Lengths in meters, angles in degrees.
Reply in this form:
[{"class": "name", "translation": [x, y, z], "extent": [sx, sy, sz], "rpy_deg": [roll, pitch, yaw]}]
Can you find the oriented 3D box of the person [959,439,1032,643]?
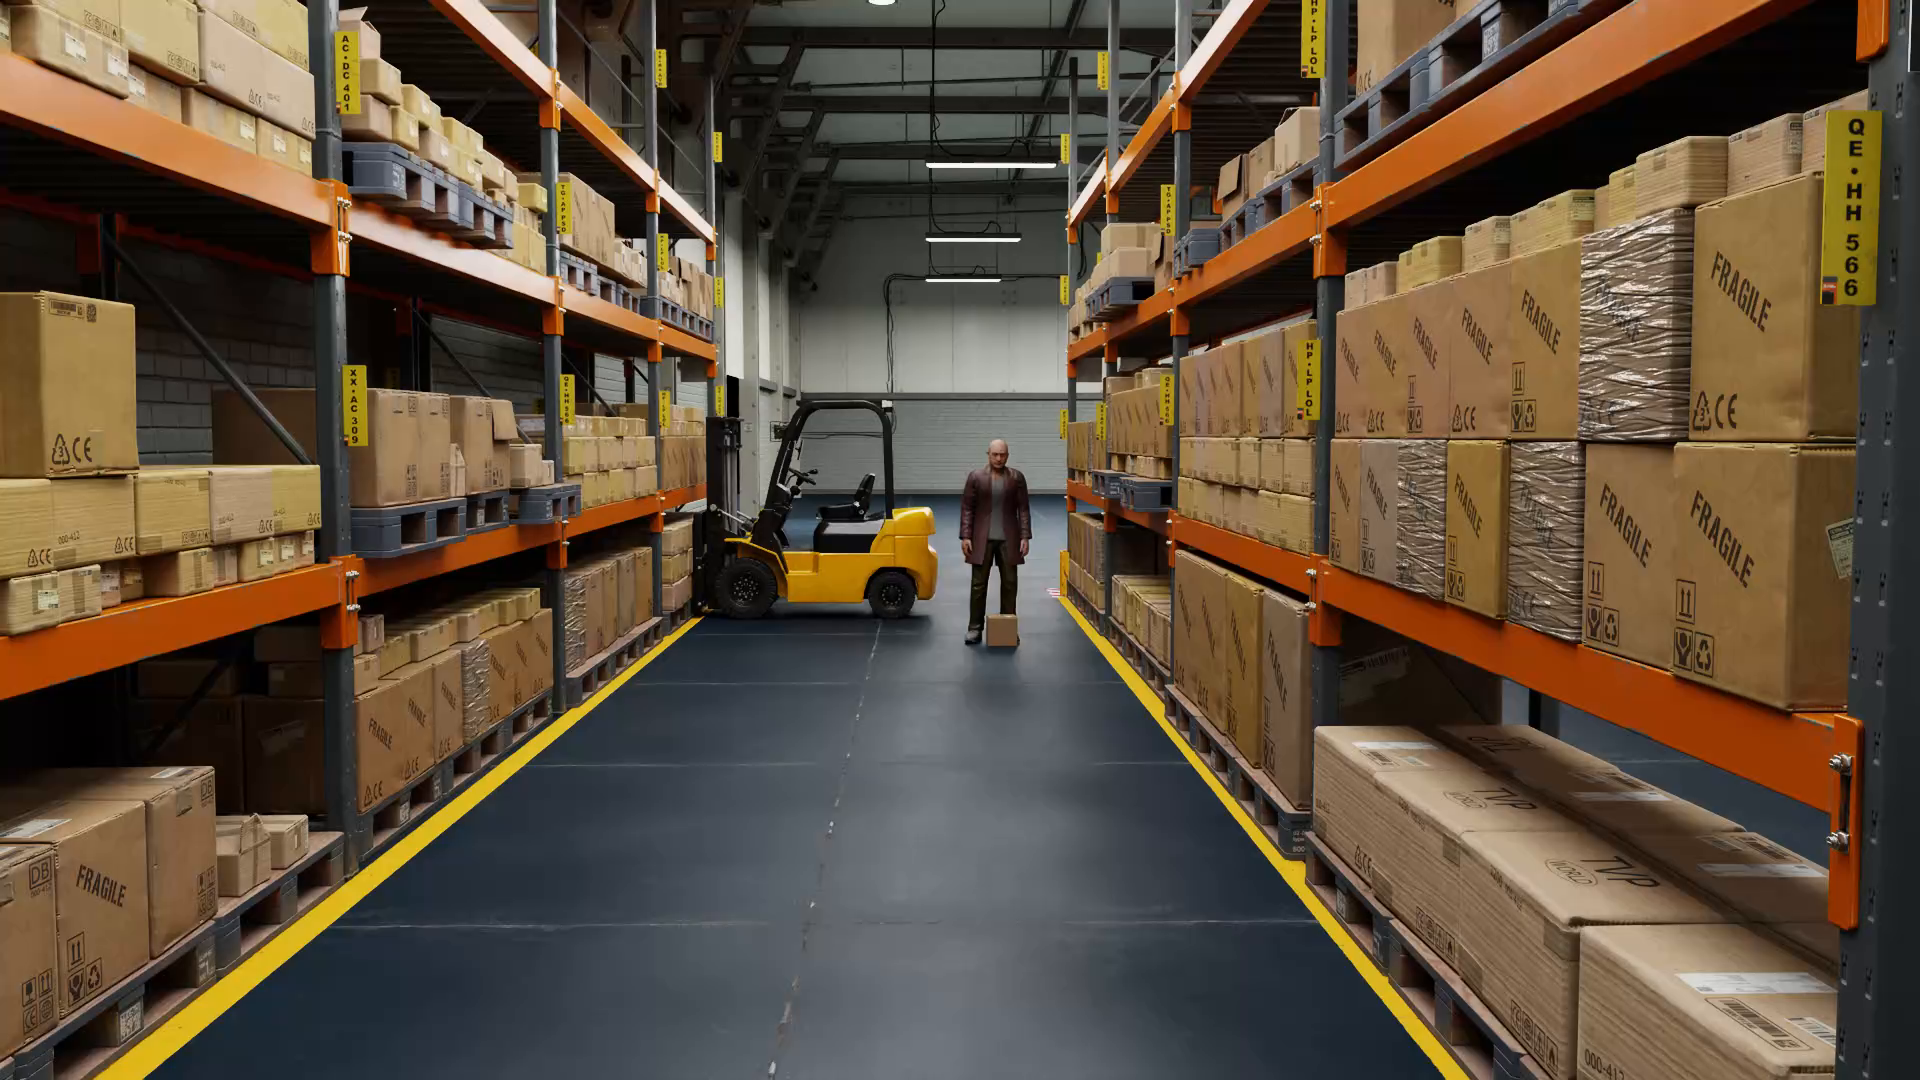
[{"class": "person", "translation": [0.311, 0.006, 14.598], "extent": [0.644, 1.774, 0.430], "rpy_deg": [0, 4, -2]}]
